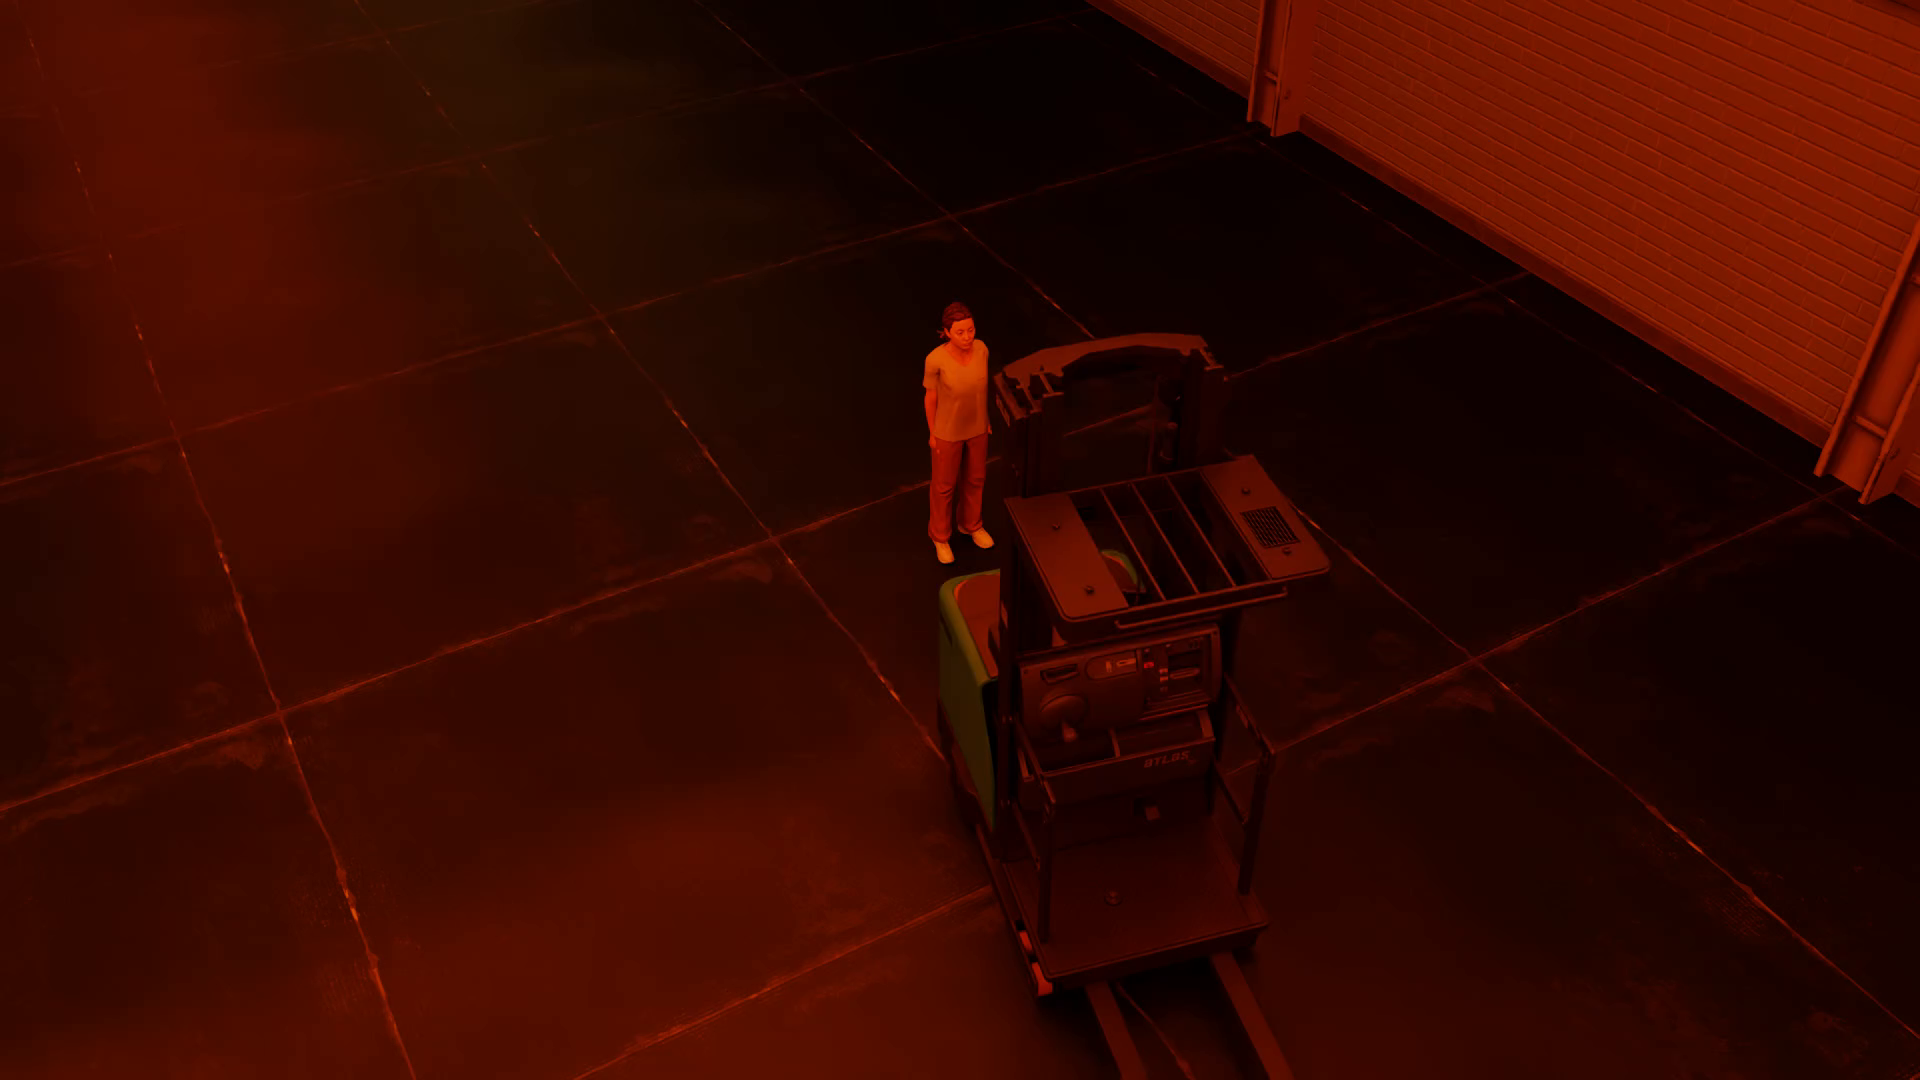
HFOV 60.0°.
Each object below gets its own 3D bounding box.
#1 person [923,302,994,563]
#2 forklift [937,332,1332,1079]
[{"bbox_3d":[0.005,-0.644,9.801,0.435,1.671,0.381,-20,44,-23],"label":"person"},{"bbox_3d":[0.776,0.716,7.173,1.130,2.935,3.031,-10,41,-12],"label":"forklift"}]
